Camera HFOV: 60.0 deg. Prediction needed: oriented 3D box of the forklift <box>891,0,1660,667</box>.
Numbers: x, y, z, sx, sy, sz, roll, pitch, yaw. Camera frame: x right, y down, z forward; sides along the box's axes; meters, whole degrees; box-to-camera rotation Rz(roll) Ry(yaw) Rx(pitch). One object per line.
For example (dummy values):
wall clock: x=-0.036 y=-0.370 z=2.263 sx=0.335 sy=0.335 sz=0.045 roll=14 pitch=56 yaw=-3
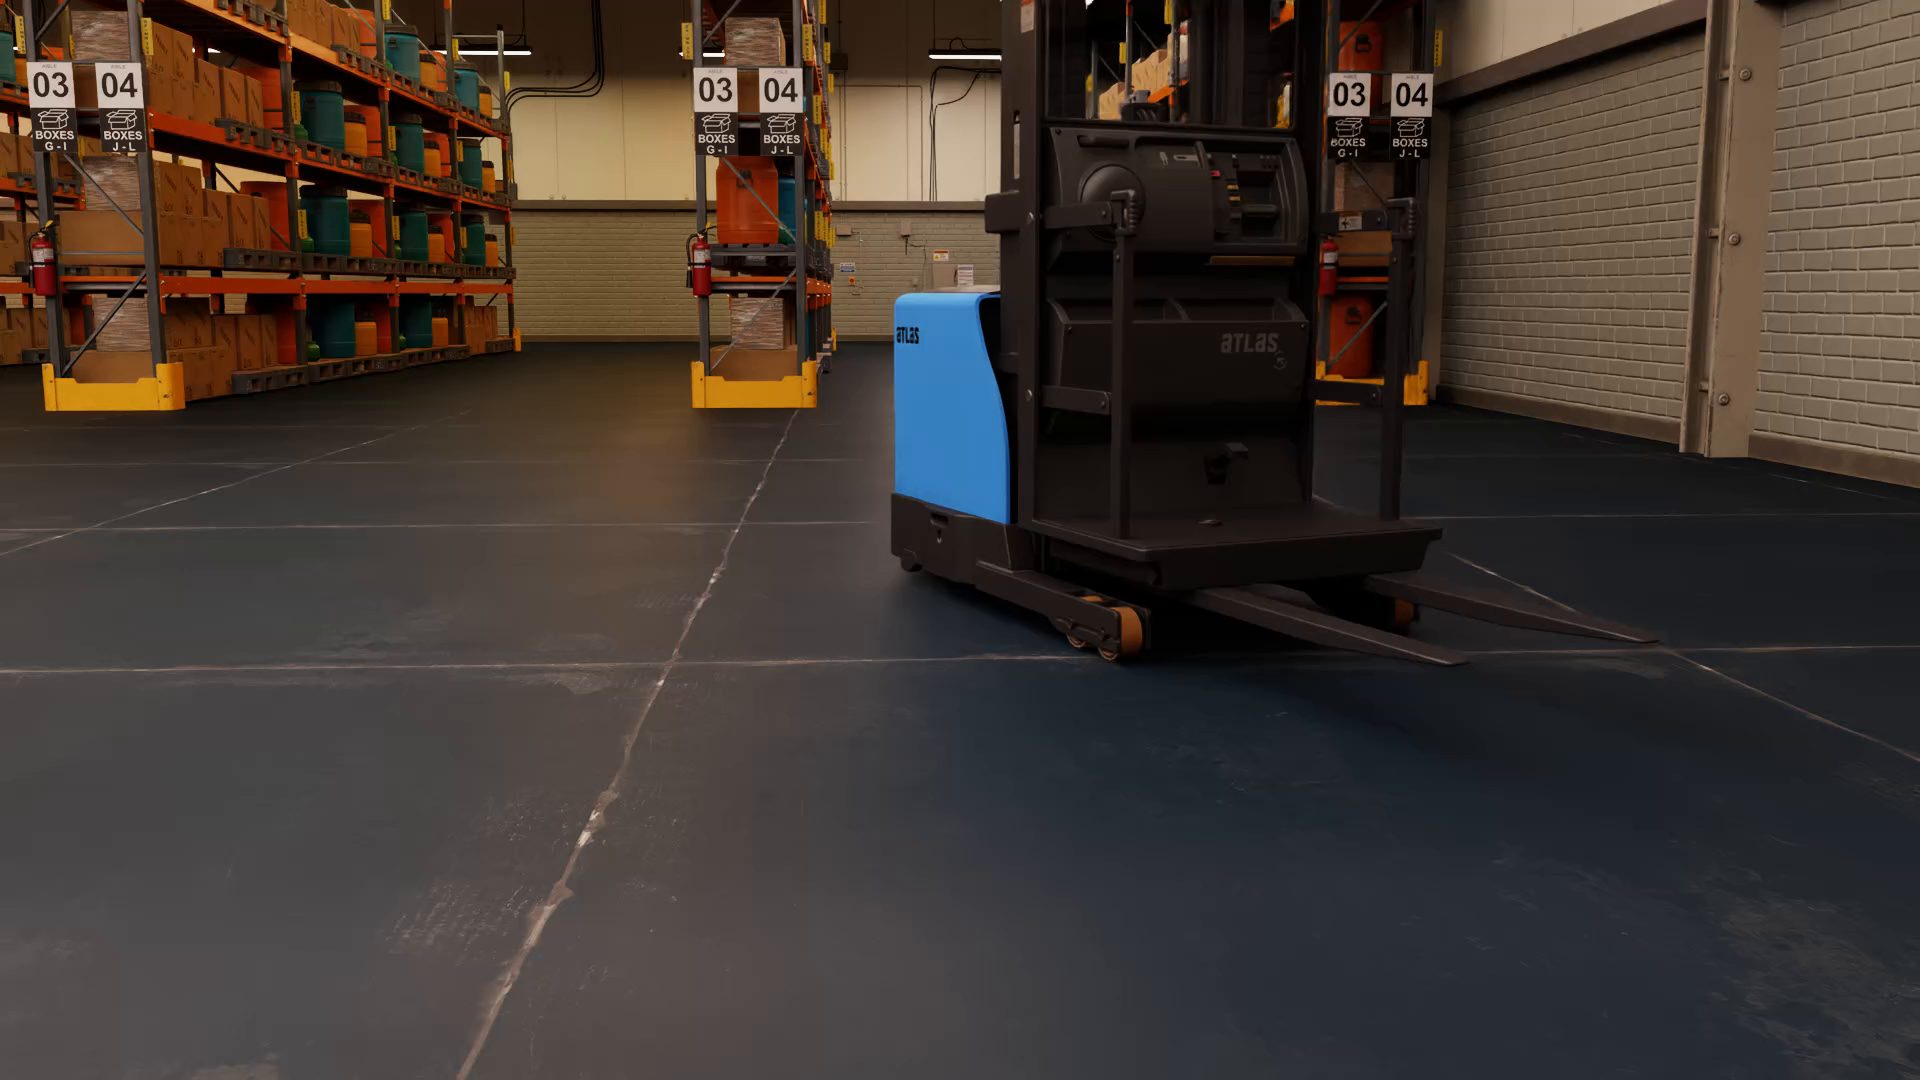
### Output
forklift: x=0.806 y=-1.164 z=5.169 sx=1.130 sy=2.935 sz=3.031 roll=-4 pitch=9 yaw=-24
